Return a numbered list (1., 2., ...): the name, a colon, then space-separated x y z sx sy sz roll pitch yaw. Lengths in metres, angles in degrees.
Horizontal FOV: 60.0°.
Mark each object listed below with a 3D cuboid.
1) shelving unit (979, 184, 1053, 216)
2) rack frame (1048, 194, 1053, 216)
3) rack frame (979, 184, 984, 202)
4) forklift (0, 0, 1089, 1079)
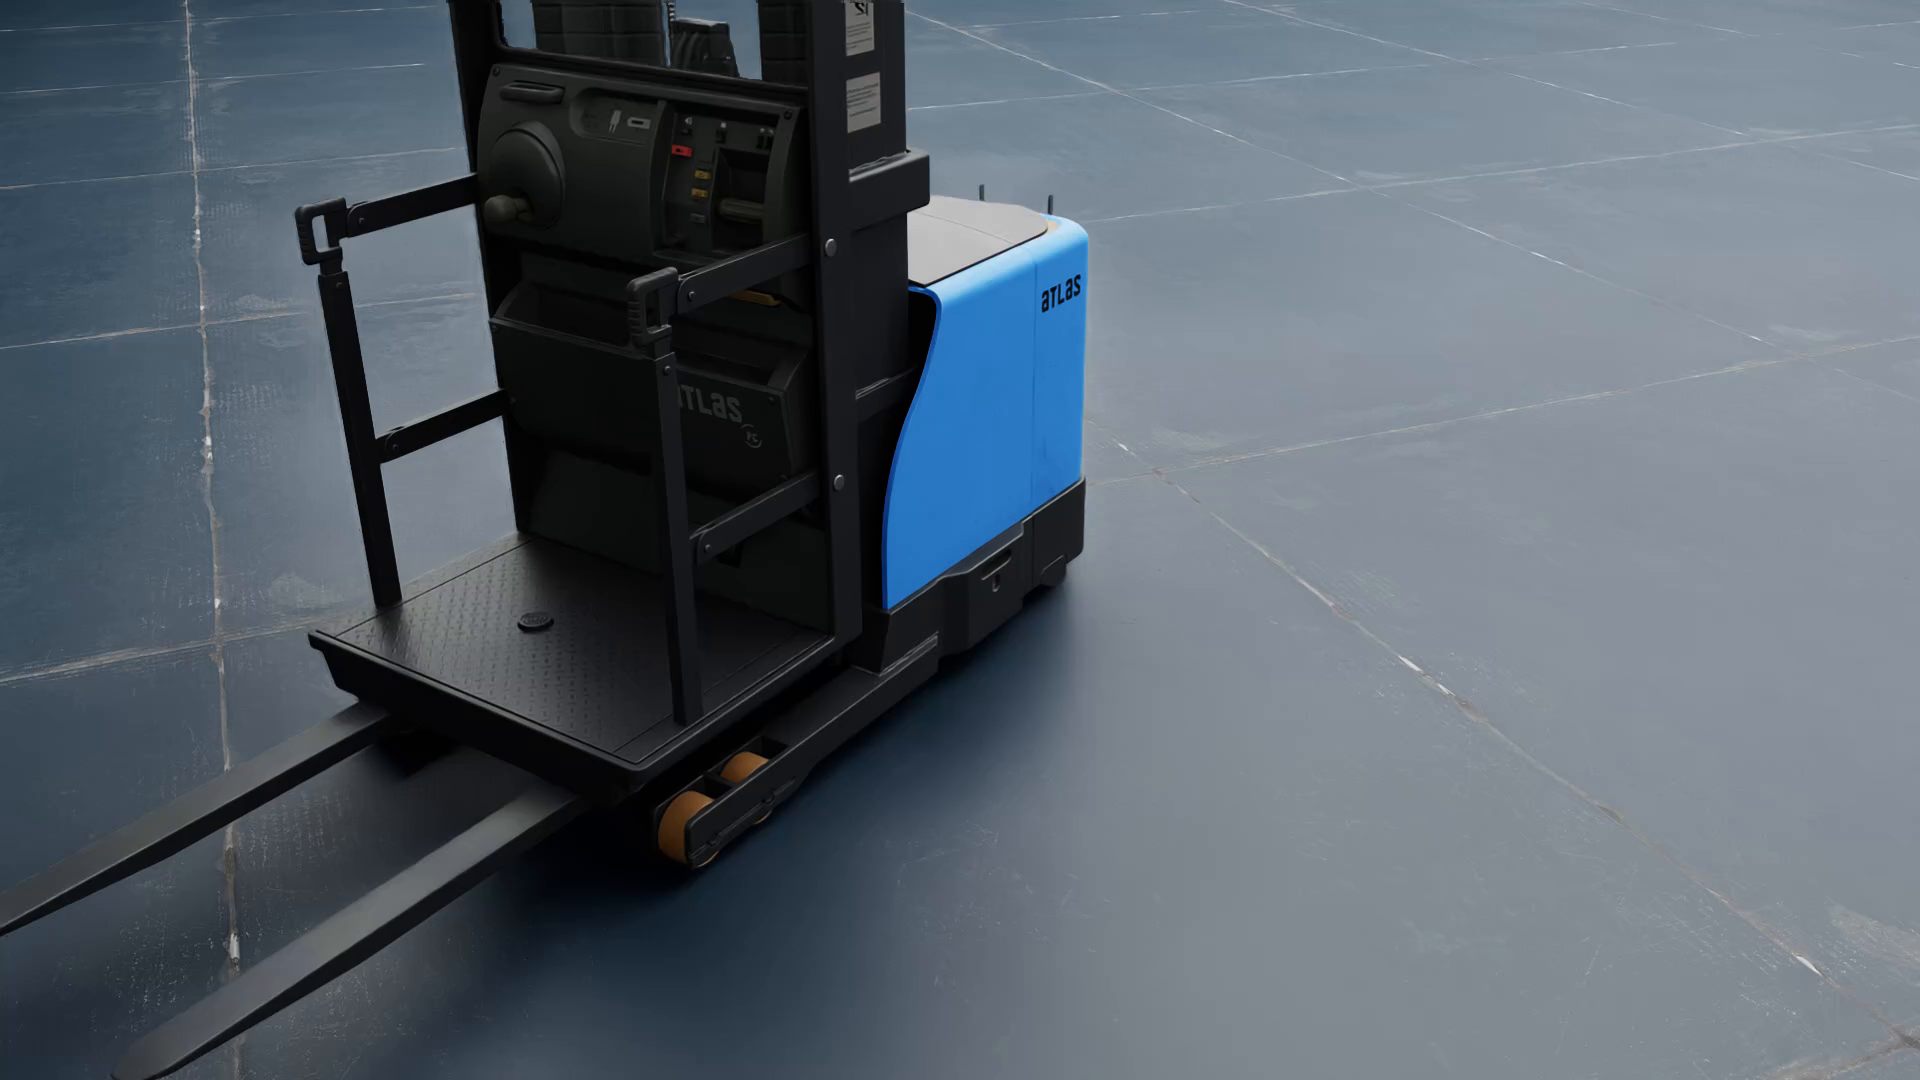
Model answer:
1. shelving unit: 0.121 -0.552 5.181 0.252 1.050 0.215 16 30 30
2. rack frame: 0.223 -0.523 5.120 0.008 1.050 0.200 16 30 30
3. rack frame: 0.020 -0.580 5.242 0.008 1.050 0.200 16 30 30
4. forklift: -0.858 -0.819 3.586 1.130 2.935 3.031 16 30 30
